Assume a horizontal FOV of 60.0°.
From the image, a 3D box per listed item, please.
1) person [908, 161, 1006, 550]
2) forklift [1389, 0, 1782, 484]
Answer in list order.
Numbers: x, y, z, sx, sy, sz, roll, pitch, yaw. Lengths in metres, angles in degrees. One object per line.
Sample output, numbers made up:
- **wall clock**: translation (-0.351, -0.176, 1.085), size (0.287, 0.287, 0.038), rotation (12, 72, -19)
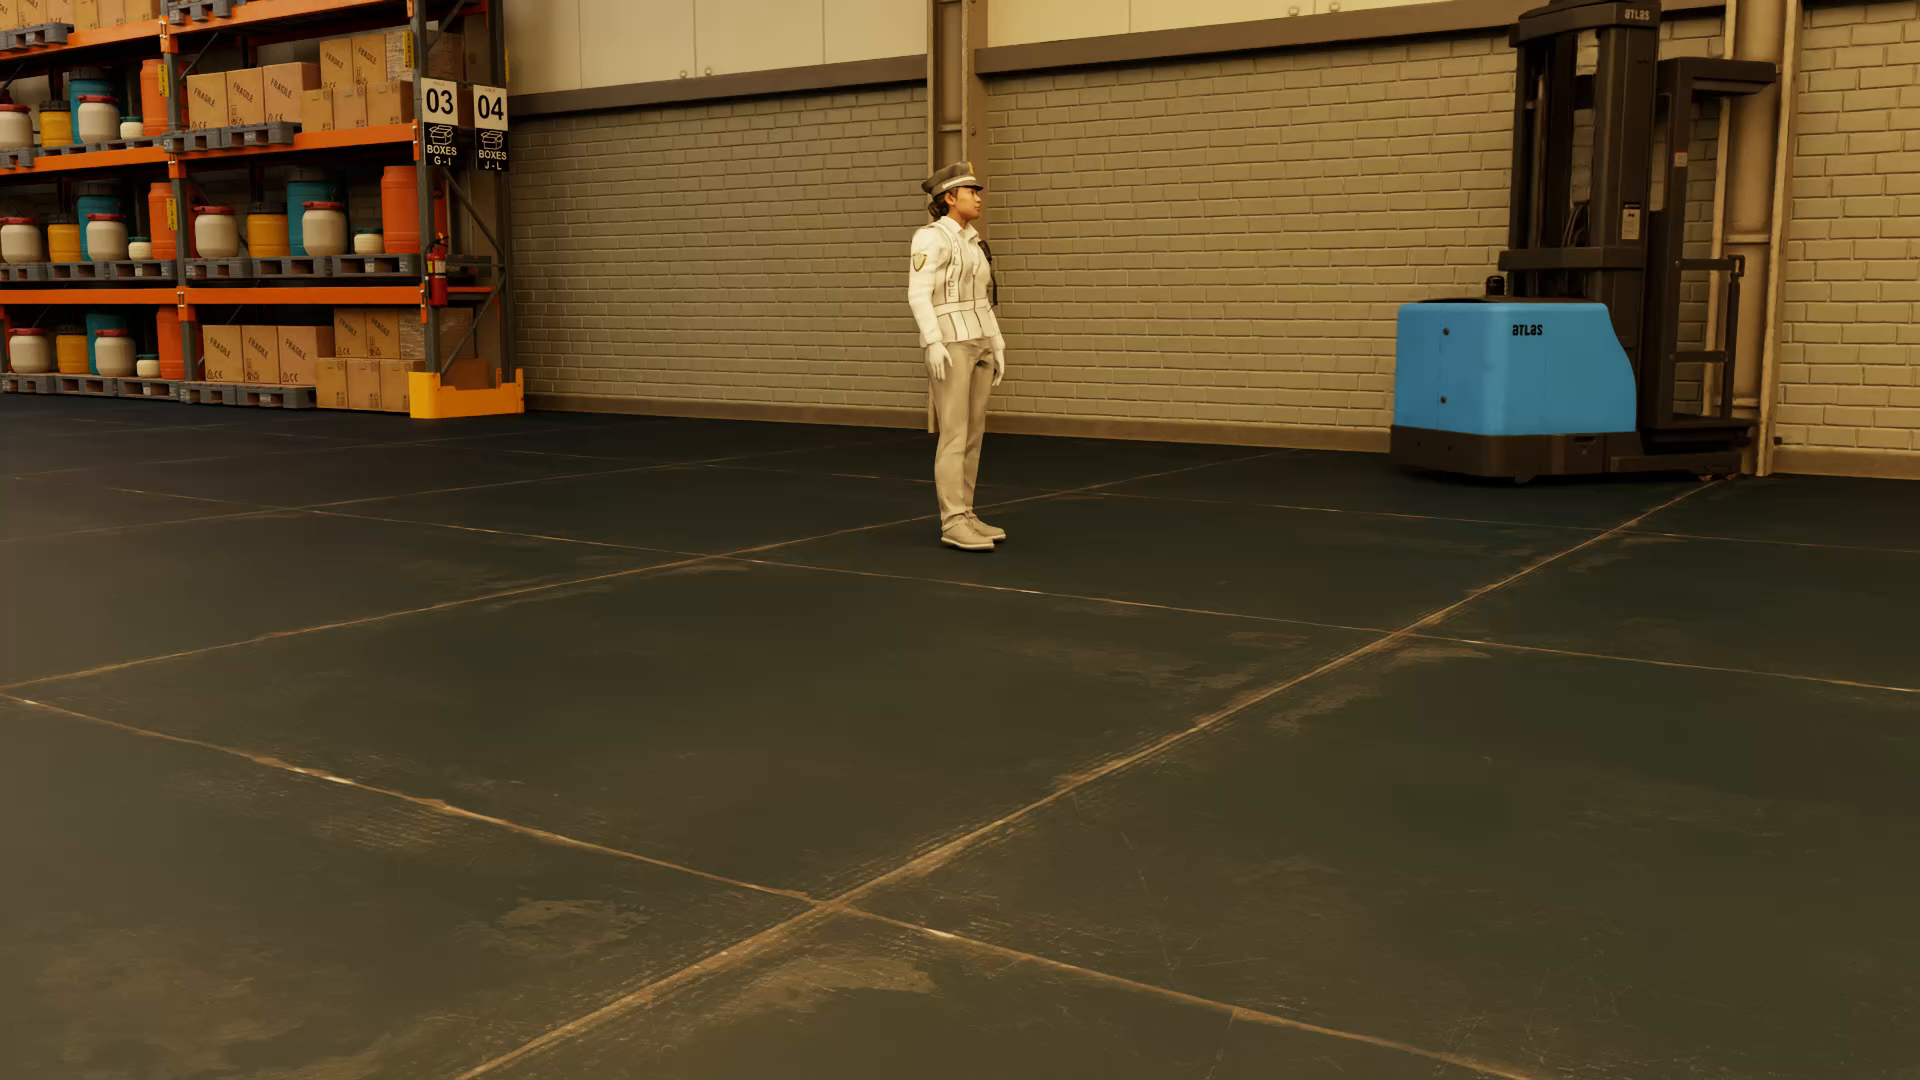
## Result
- **person**: translation (0.053, -0.840, 7.439), size (0.530, 1.694, 0.586), rotation (5, 10, 34)
- **forklift**: translation (4.288, -1.884, 10.442), size (3.031, 2.935, 1.130), rotation (-3, 9, -21)
